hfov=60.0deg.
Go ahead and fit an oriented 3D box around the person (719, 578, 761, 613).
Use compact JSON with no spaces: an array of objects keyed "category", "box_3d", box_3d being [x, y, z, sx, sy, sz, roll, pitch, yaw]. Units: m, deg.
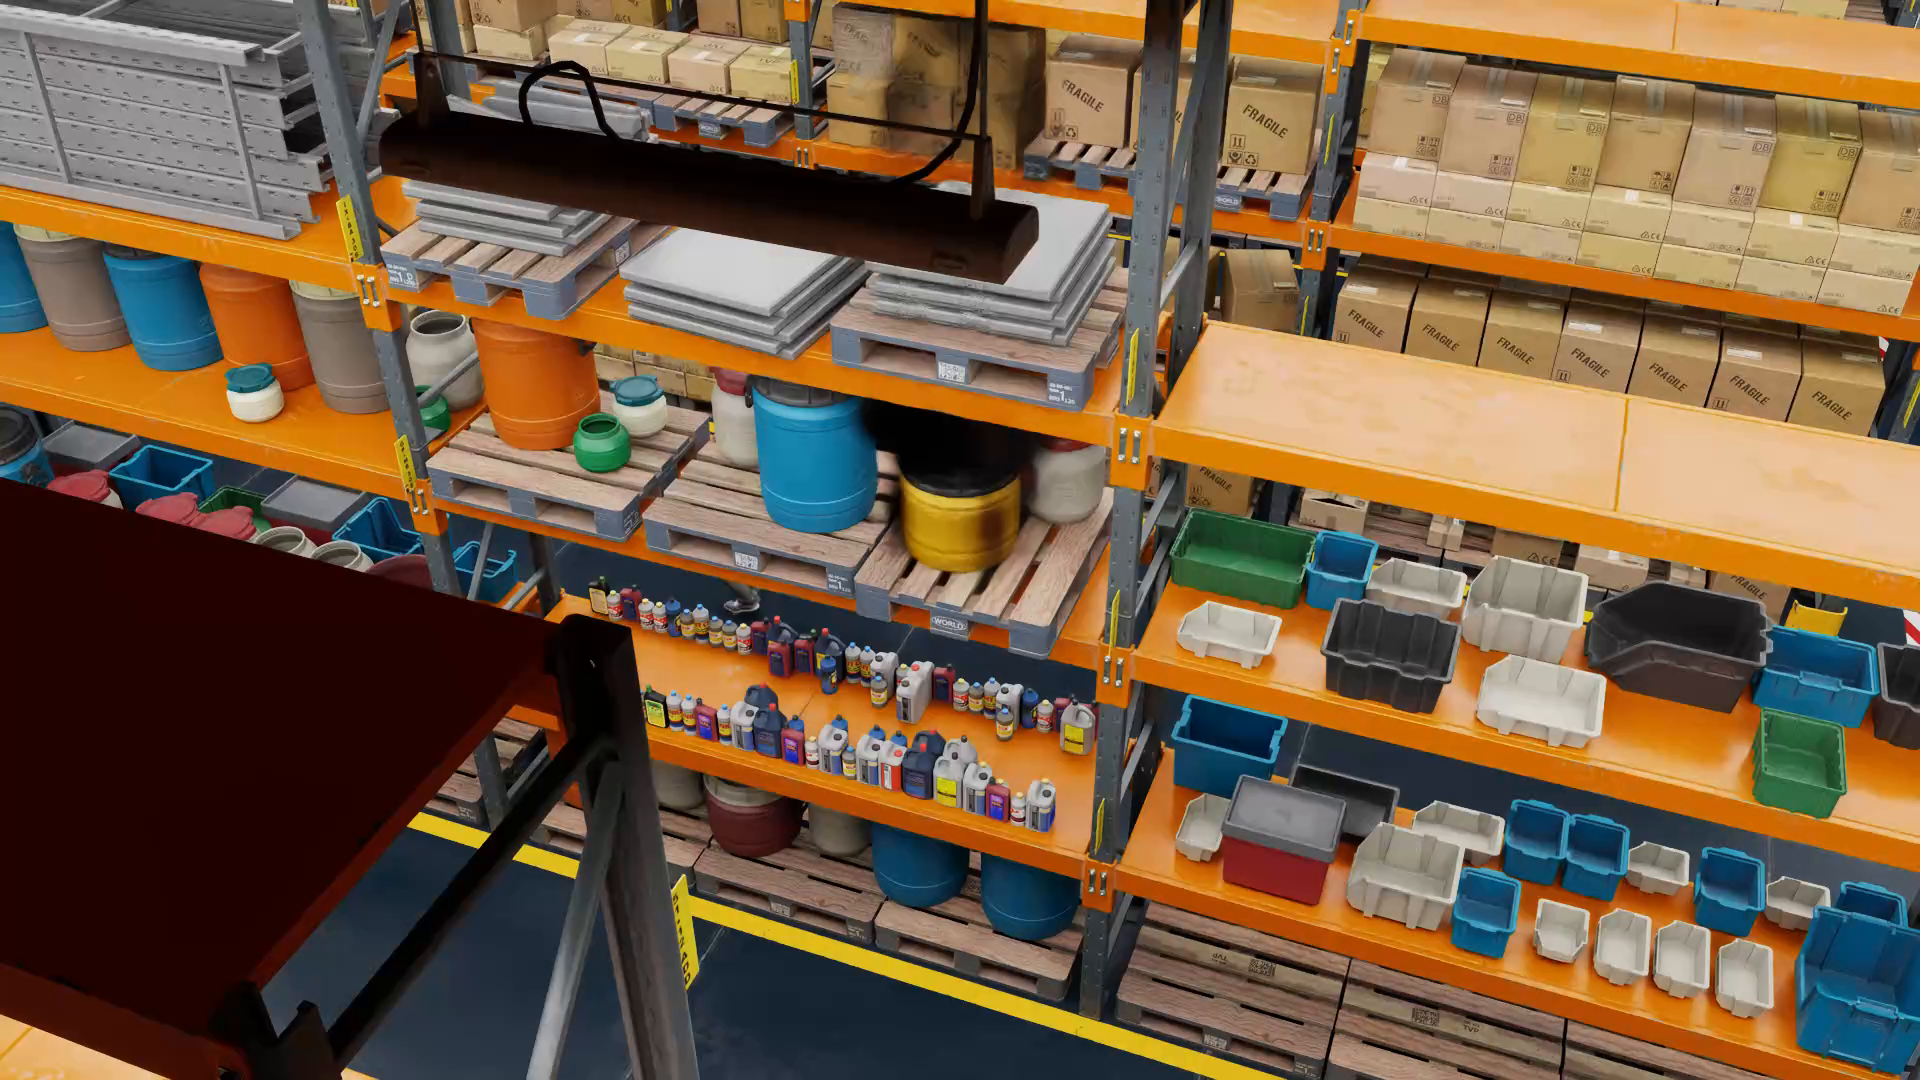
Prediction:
[{"category":"person","box_3d":[-1.817,-0.099,12.233,0.608,1.528,0.530,11,38,14]}]
